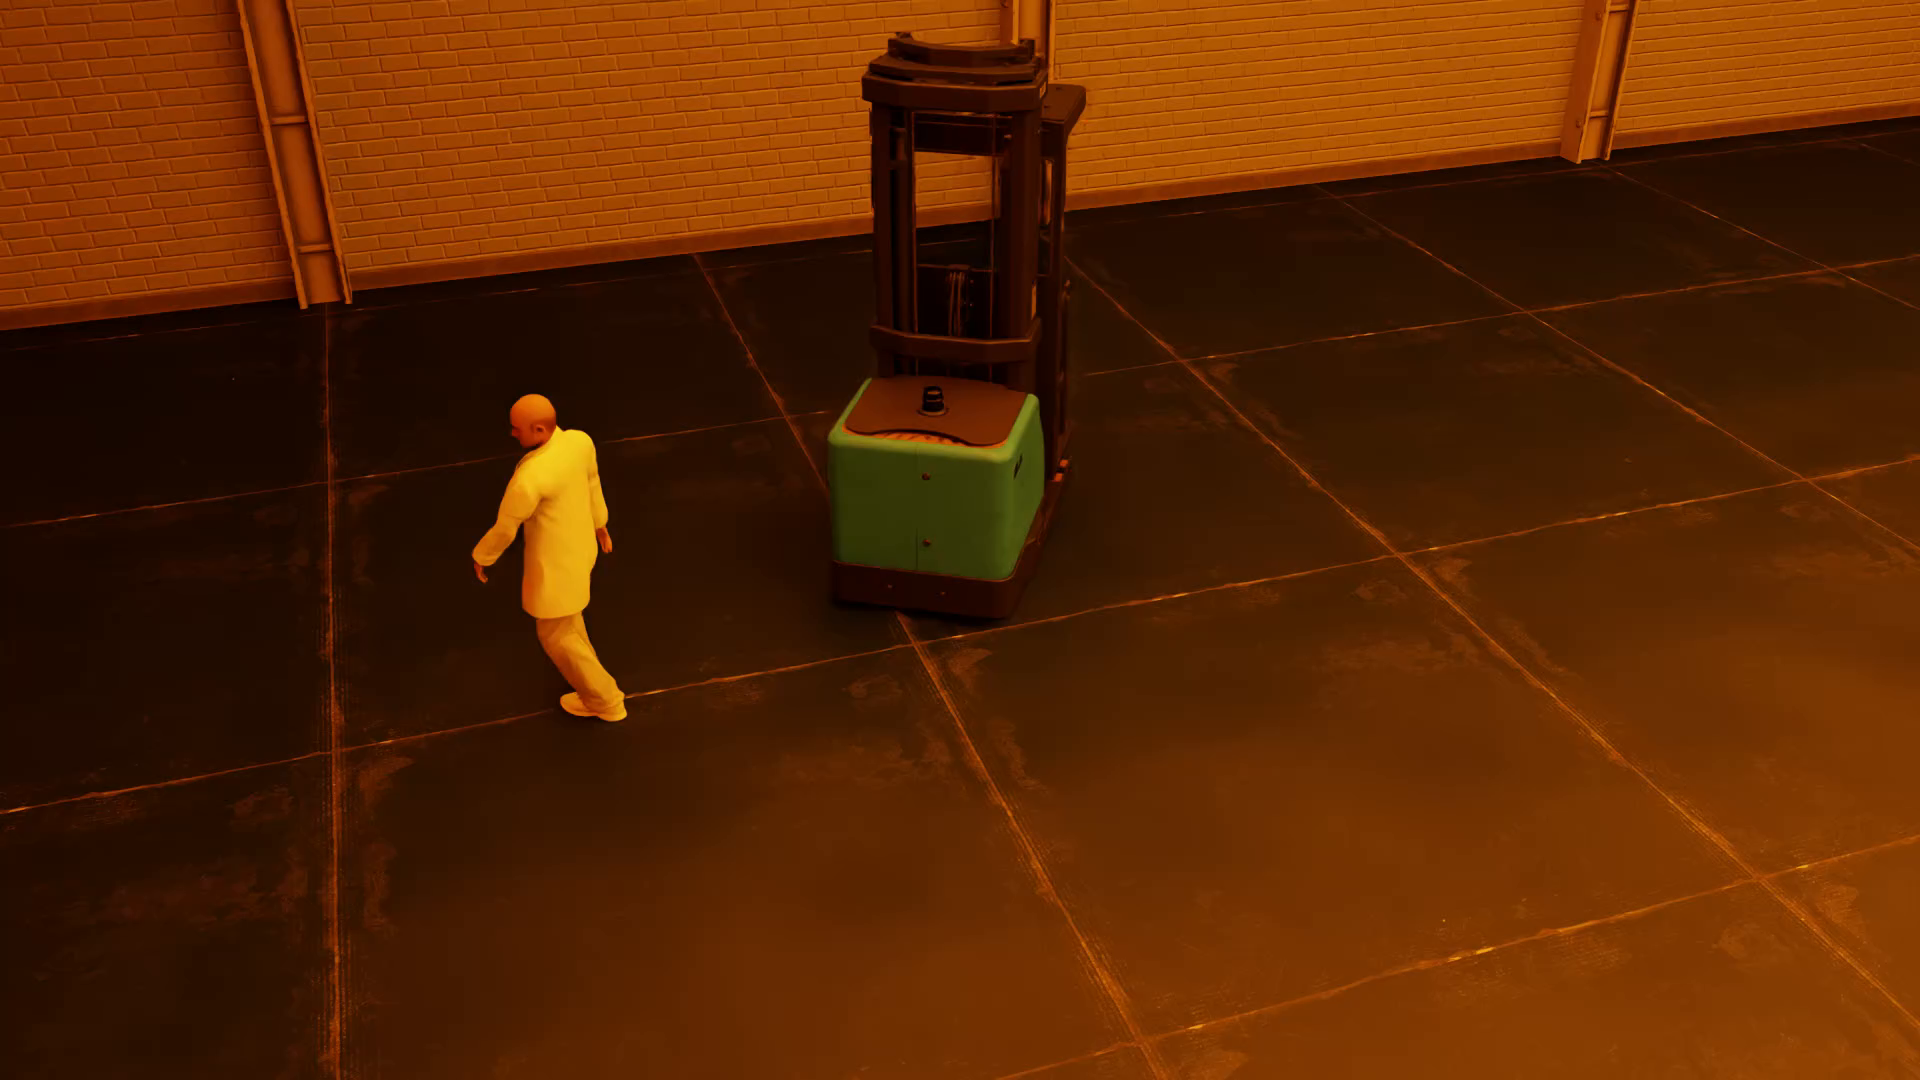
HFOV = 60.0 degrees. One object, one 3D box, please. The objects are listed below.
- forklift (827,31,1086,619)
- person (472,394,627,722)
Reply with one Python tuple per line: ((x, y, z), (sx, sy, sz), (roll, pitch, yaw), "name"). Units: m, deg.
((0.101, -1.560, 9.798), (1.130, 2.935, 3.031), (7, 31, 11), "forklift")
((-1.979, 0.045, 8.224), (0.676, 1.727, 0.712), (7, 31, 12), "person")
